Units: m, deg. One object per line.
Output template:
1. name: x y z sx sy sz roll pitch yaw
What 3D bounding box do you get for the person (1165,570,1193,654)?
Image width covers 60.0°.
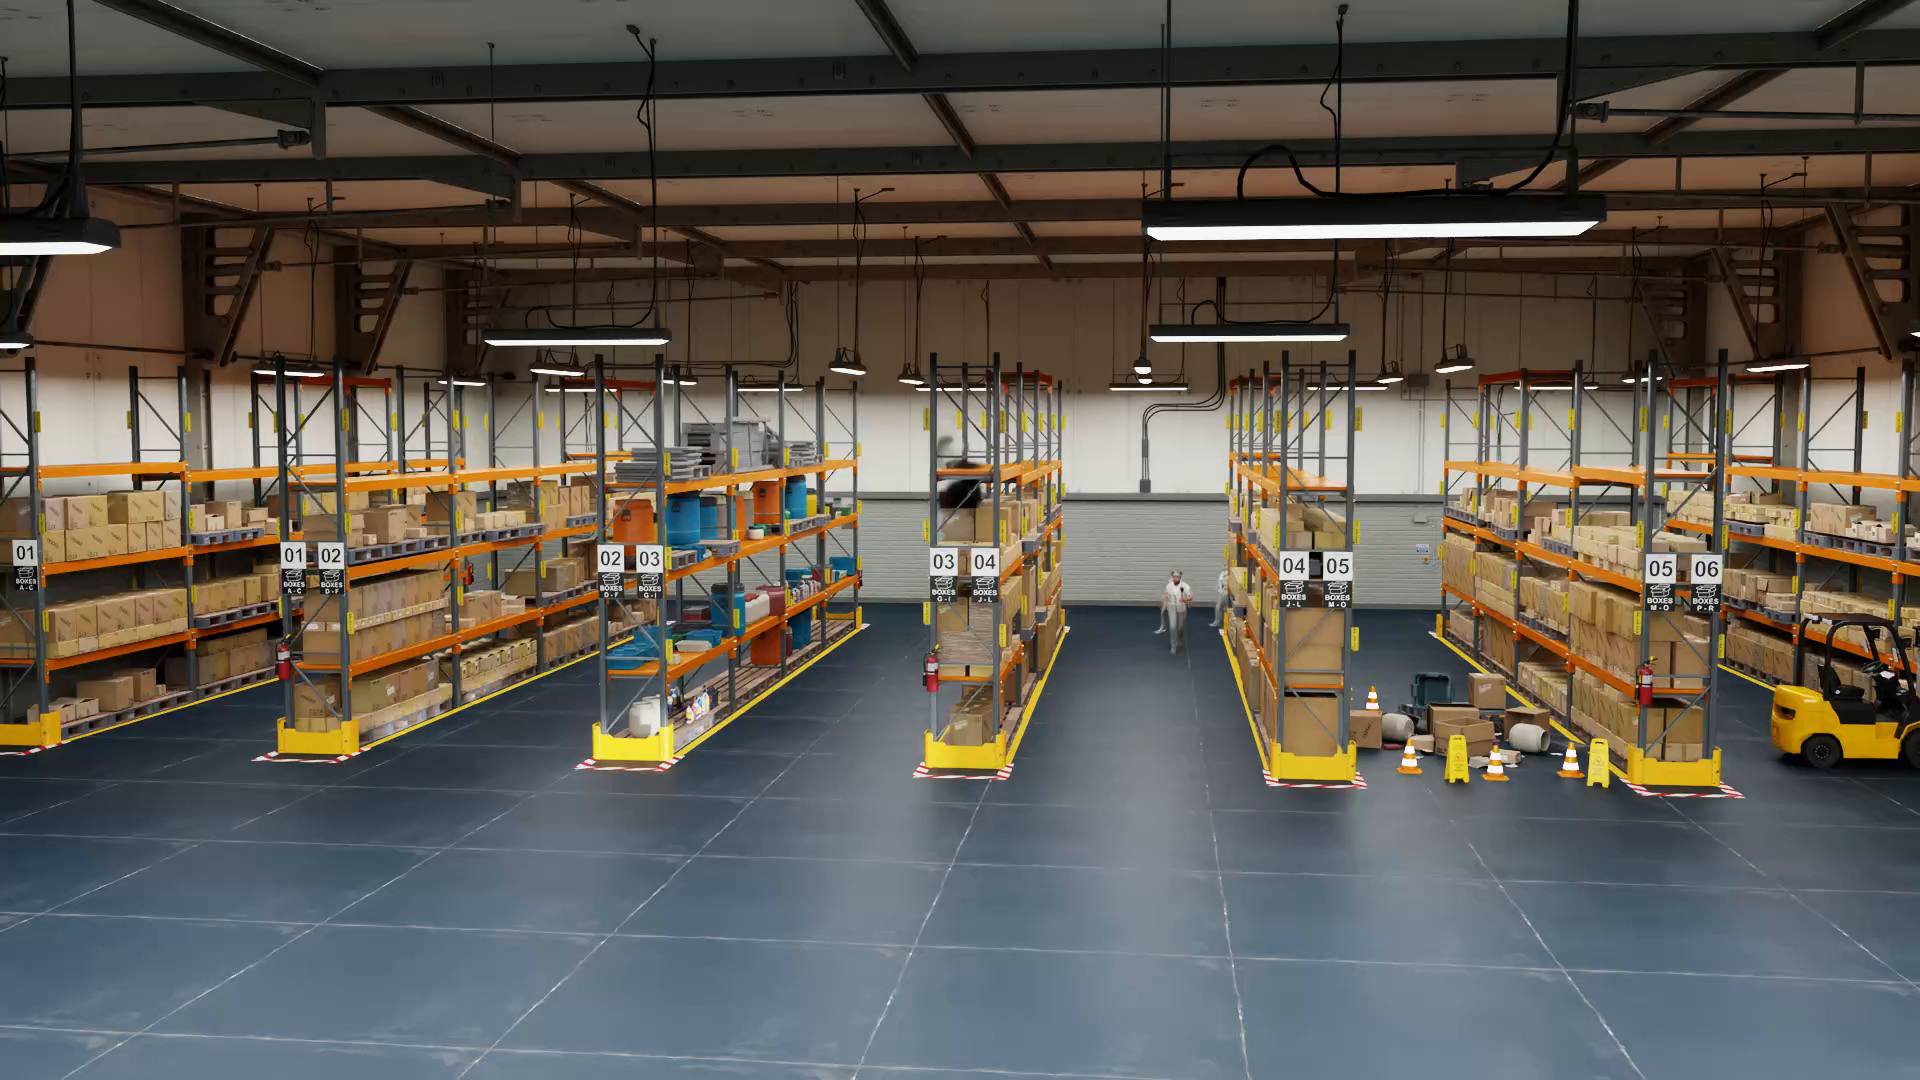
1. person: 4.771 1.551 36.312 0.645 1.805 0.913 1 4 13

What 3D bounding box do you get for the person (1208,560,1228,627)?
1. person: 6.481 1.312 40.545 0.700 1.659 0.671 -1 4 -14

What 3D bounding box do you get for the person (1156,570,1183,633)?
1. person: 5.114 1.461 39.560 0.625 1.534 0.662 4 6 44
